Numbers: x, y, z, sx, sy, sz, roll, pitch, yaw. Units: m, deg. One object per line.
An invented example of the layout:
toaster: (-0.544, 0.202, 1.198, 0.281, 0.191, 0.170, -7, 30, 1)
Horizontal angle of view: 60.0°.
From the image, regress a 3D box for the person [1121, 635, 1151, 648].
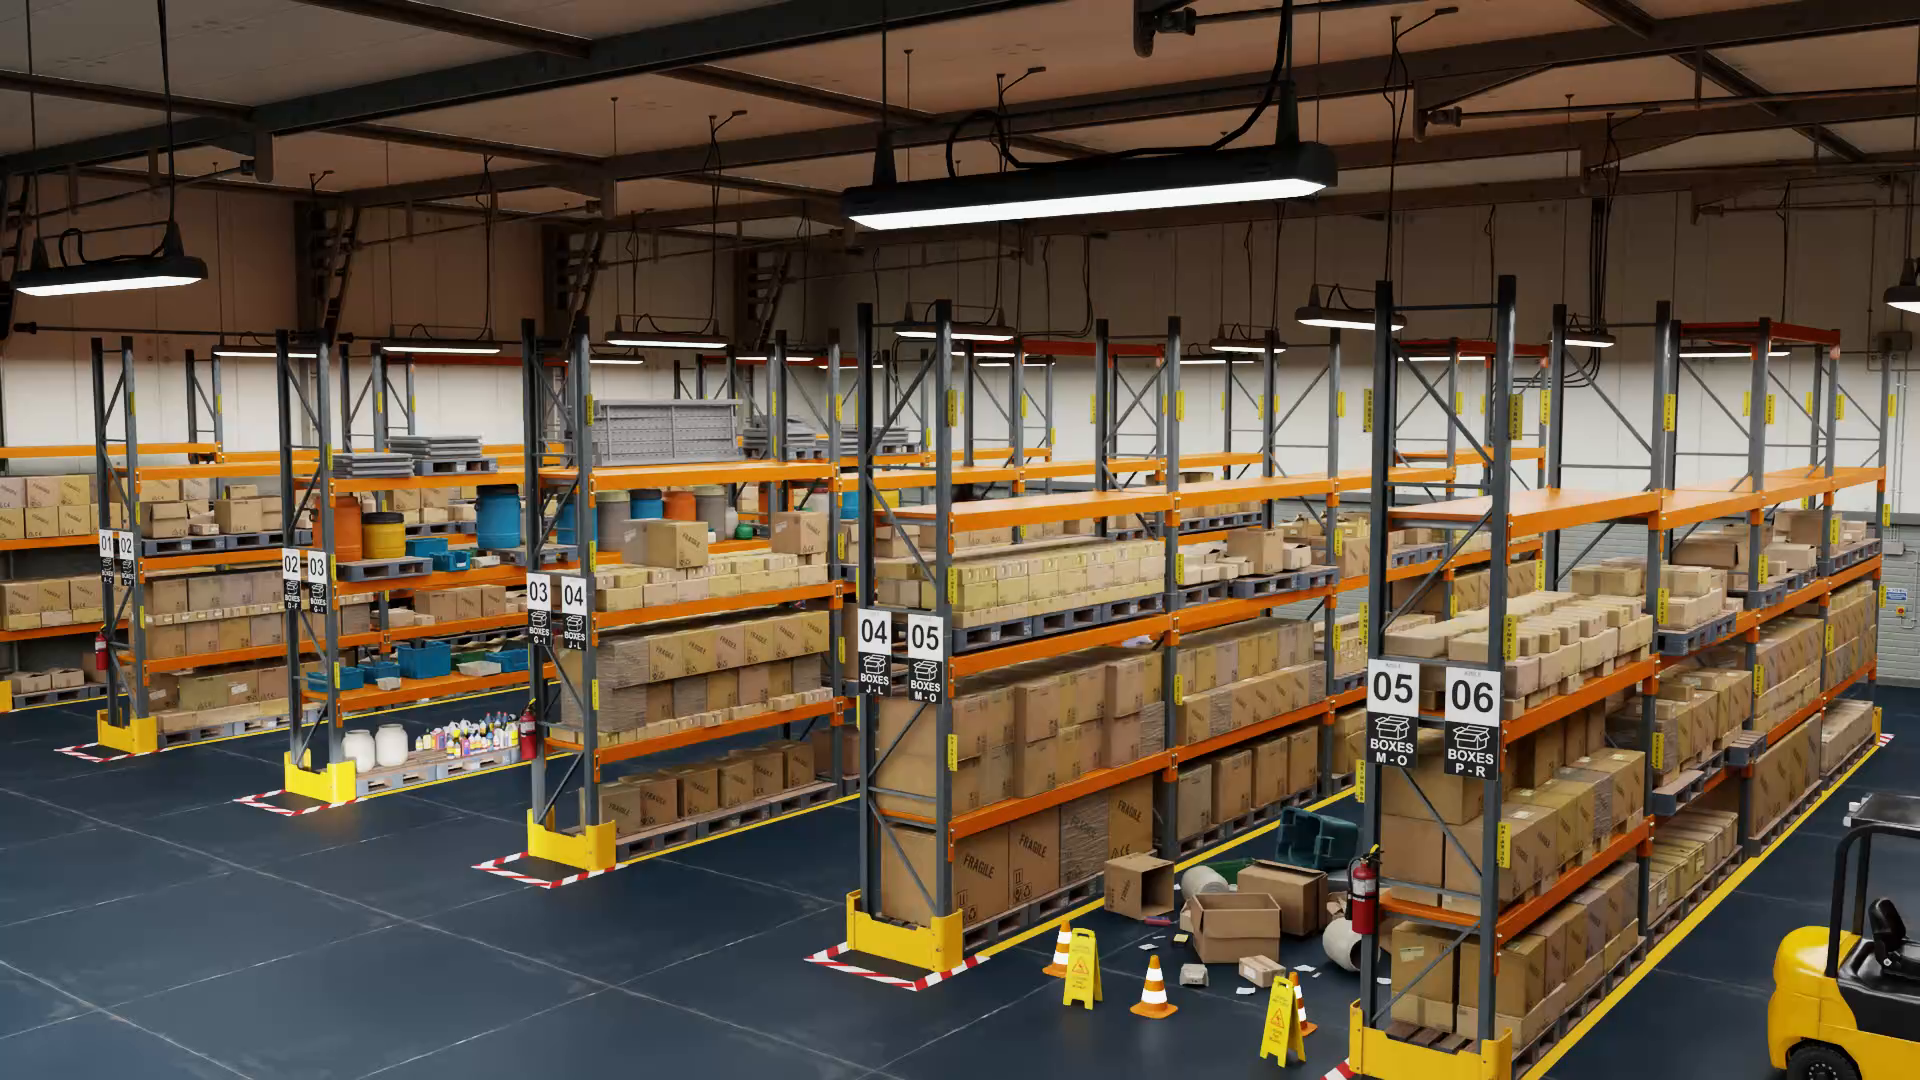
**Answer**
person: (2.564, 1.980, 24.589, 0.597, 1.686, 0.964, 4, 6, 40)
